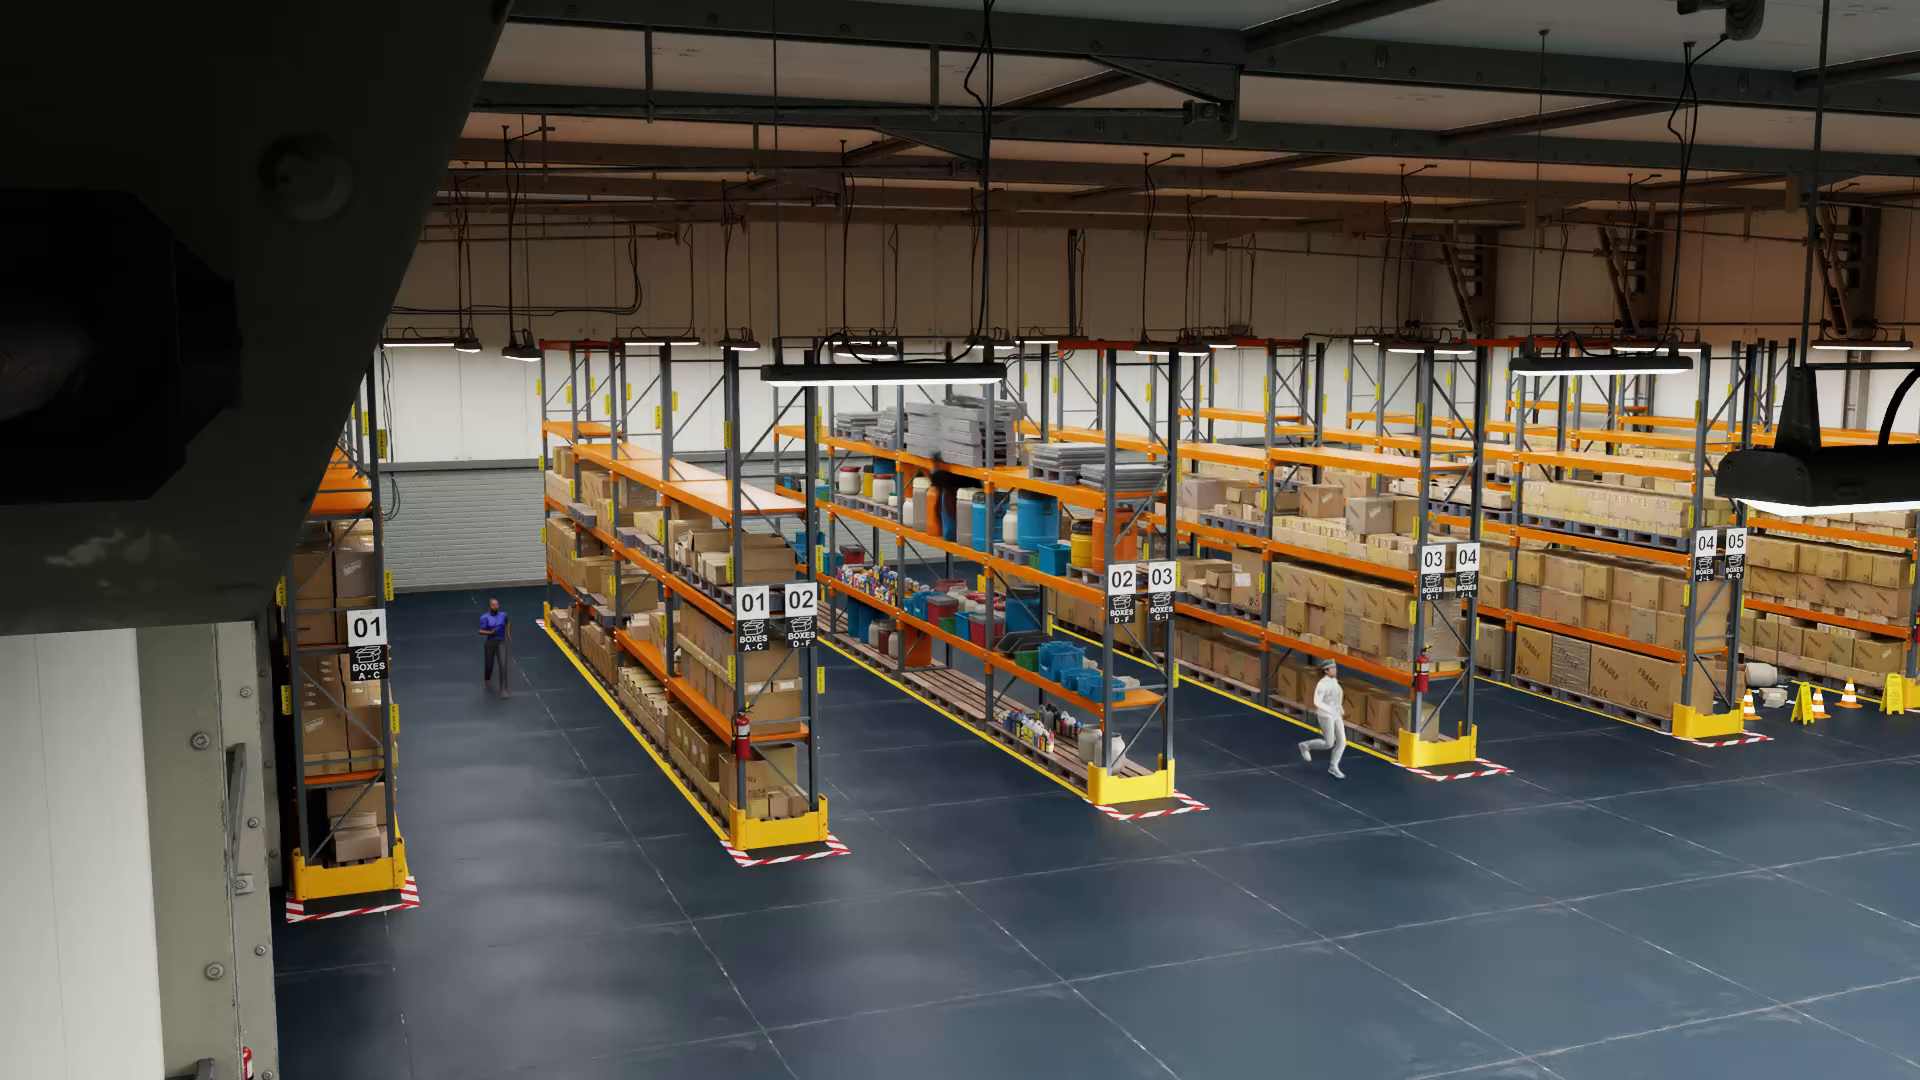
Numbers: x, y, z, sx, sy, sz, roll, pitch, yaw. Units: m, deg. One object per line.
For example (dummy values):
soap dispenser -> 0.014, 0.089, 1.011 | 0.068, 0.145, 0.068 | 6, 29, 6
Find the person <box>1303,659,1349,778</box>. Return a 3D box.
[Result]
person -> 5.190, 2.490, 23.426 | 0.645, 1.680, 0.627 | 6, 10, 41

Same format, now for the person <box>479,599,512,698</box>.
person -> -7.900, 1.824, 28.336 | 0.580, 1.627, 0.931 | -4, 8, -26
